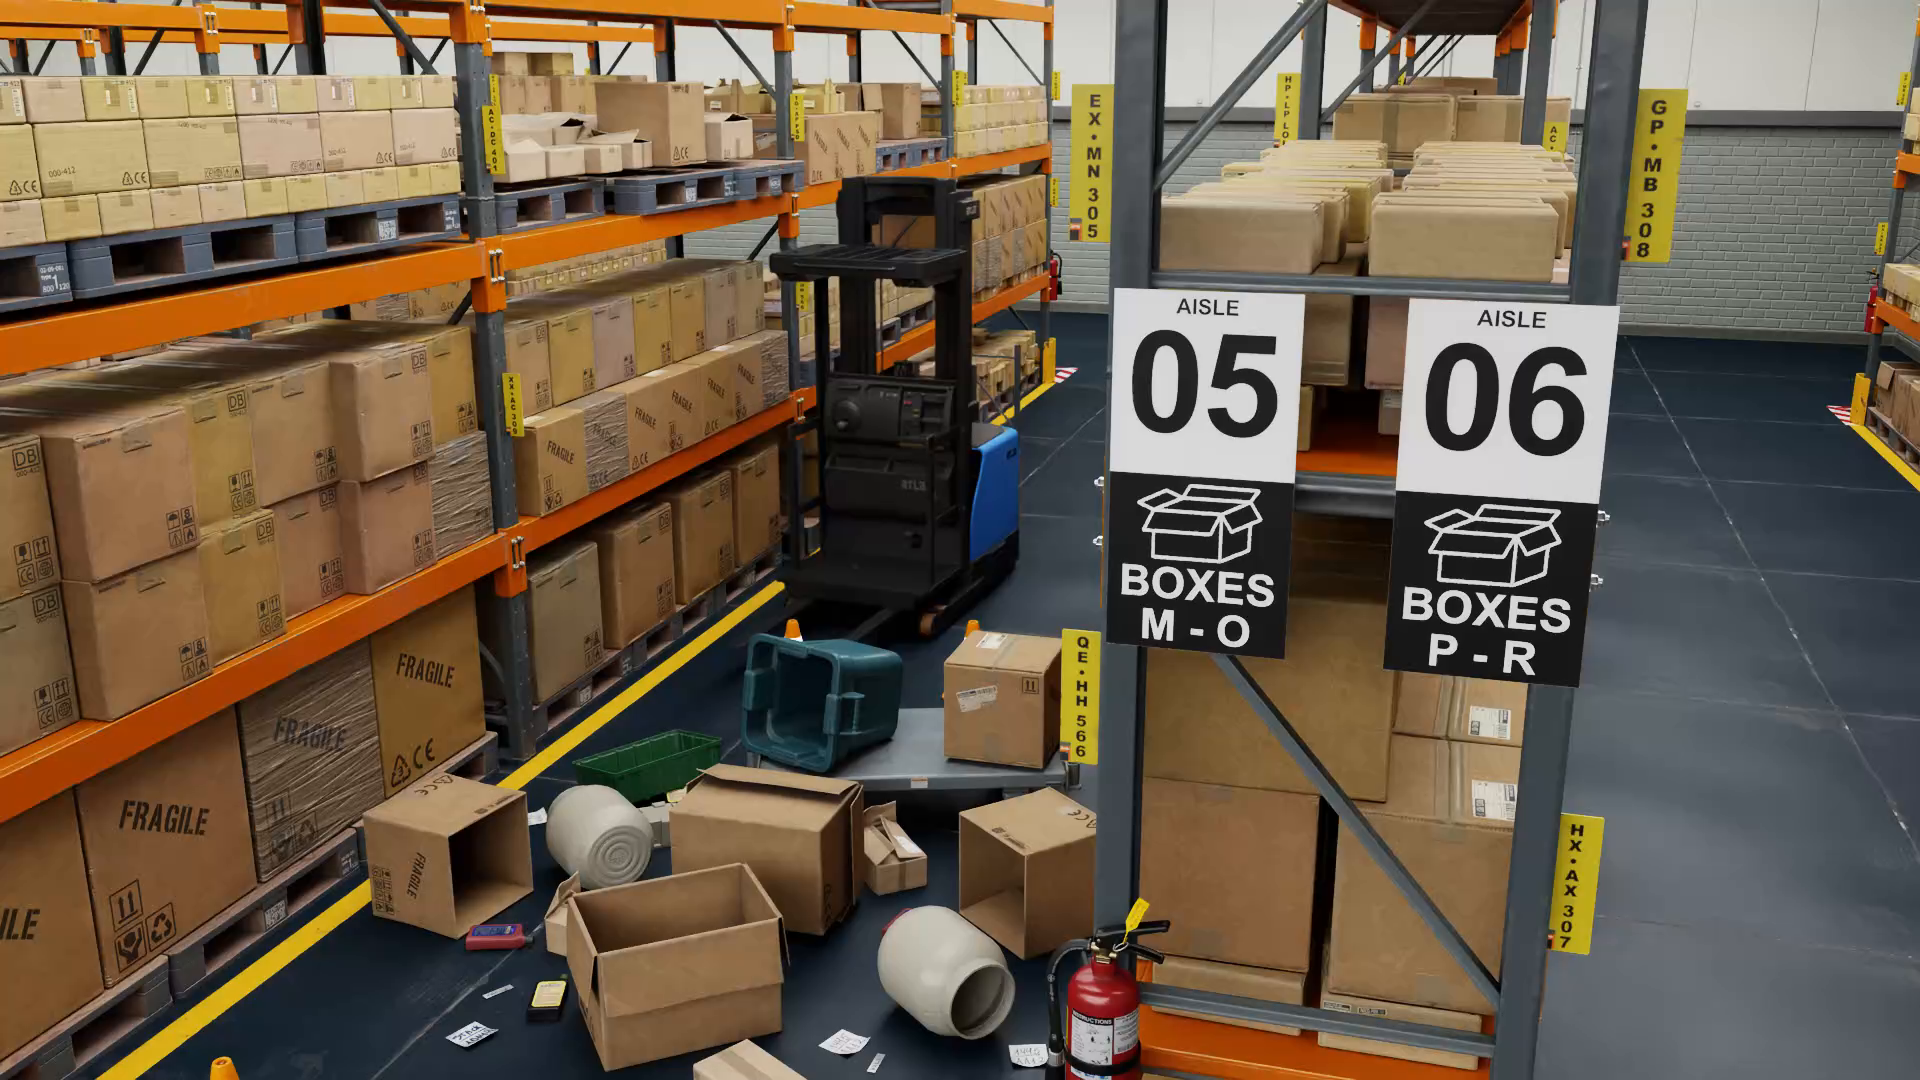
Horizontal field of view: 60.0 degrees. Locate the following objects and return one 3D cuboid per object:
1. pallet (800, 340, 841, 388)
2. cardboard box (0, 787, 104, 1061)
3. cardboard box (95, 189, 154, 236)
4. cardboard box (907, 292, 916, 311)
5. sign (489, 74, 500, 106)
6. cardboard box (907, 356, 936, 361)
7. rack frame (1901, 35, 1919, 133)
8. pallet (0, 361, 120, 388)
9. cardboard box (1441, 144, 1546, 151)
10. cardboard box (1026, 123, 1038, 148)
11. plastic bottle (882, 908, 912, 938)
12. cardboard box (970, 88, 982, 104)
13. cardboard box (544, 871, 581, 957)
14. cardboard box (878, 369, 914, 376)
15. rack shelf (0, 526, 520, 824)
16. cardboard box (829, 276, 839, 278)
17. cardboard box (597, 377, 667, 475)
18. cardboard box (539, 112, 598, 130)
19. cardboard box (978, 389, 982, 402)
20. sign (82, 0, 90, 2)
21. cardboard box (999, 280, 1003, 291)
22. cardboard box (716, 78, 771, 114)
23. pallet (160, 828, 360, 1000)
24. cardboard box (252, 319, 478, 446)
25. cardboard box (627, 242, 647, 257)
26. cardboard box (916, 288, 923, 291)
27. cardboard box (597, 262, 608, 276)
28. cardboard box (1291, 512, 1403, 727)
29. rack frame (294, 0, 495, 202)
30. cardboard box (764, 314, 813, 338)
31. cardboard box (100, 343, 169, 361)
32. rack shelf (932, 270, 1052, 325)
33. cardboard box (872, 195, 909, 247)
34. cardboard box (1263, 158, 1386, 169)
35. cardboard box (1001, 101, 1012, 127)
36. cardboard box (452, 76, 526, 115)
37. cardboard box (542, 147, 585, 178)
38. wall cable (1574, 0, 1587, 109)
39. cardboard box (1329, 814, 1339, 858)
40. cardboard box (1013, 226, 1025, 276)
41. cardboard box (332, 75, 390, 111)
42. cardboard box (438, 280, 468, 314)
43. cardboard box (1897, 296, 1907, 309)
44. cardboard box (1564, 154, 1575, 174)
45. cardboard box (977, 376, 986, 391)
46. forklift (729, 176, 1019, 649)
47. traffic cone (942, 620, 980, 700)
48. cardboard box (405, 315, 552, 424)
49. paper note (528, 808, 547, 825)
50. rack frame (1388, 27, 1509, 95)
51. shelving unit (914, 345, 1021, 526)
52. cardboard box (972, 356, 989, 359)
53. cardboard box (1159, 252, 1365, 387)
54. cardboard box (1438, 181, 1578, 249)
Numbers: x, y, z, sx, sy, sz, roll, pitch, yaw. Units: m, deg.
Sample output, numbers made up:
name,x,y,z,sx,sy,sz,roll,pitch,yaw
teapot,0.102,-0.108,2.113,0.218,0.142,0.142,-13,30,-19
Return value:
name,x,y,z,sx,sy,sz,roll,pitch,yaw
pallet,-1.591,-1.431,13.229,1.213,0.211,1.003,5,16,16
cardboard box,-3.836,1.402,6.014,0.875,0.875,0.875,5,17,16
cardboard box,-3.202,-1.203,6.084,0.380,0.149,0.250,5,16,15
cardboard box,-0.624,-2.204,15.293,0.380,0.149,0.250,5,16,16
sign,-4.759,-4.590,16.993,0.100,0.325,0.005,5,16,16
cardboard box,-0.468,-1.881,17.827,0.380,0.149,0.250,4,16,13
rack frame,10.116,-5.566,16.463,1.000,3.000,0.127,5,16,16
pallet,-6.942,-1.126,12.155,1.003,0.211,1.213,5,16,16
cardboard box,2.065,-1.457,6.470,0.380,0.149,0.250,4,16,14
cardboard box,0.568,-4.519,18.542,0.500,0.250,0.500,5,16,16
plastic bottle,-0.219,1.681,7.290,0.133,0.061,0.283,8,18,25
cardboard box,0.004,-4.439,16.613,0.380,0.149,0.250,4,16,14
cardboard box,-1.551,1.626,7.111,0.396,0.266,0.258,8,18,25
cardboard box,-0.683,-1.387,15.161,0.500,0.250,0.500,5,17,19
rack shelf,-3.397,0.587,7.080,1.077,0.370,4.000,5,16,16
cardboard box,-1.003,-2.146,13.998,0.380,0.149,0.250,5,17,18
cardboard box,-2.134,-0.710,10.151,0.500,0.500,0.500,5,16,16
cardboard box,-2.397,-2.541,10.505,0.500,0.311,0.500,4,16,15
cardboard box,0.020,-1.558,17.780,0.380,0.149,0.250,4,16,13
sign,-9.504,-5.913,18.067,0.100,0.325,0.005,5,16,16
cardboard box,0.250,-2.793,18.139,0.380,0.149,0.250,5,17,17
cardboard box,-1.695,-3.449,12.910,0.396,0.266,0.258,5,16,16
pallet,-3.465,1.573,7.399,1.003,0.211,1.213,5,16,16
cardboard box,-2.966,-0.780,8.328,0.875,0.550,0.550,5,16,16
cardboard box,-4.173,-3.624,20.337,0.500,0.250,0.500,4,16,15
cardboard box,-0.553,-2.411,15.478,0.380,0.149,0.250,5,17,16
cardboard box,-4.365,-3.193,19.551,0.380,0.149,0.250,5,17,17
cardboard box,0.896,0.167,4.682,0.700,0.500,0.500,5,17,16
rack frame,-2.829,-3.168,8.008,1.000,3.000,0.127,5,16,16
cardboard box,-1.362,-1.664,12.844,0.380,0.149,0.250,5,17,18
cardboard box,-6.596,-1.692,12.844,0.700,0.500,0.500,7,17,24
rack shelf,0.013,-2.552,18.149,1.077,0.370,4.000,5,16,16
cardboard box,-0.681,-3.191,16.523,0.500,0.500,0.500,4,16,14
cardboard box,1.181,-1.160,5.425,0.380,0.149,0.250,5,17,17
cardboard box,0.248,-4.494,17.538,0.500,0.250,0.500,4,16,13
cardboard box,-5.117,-4.737,17.900,0.700,0.500,0.500,4,16,13
cardboard box,-2.296,-2.107,9.270,0.250,0.149,0.380,5,16,16
wall cable,7.423,-7.401,22.932,2.355,3.000,0.029,5,16,16
cardboard box,1.021,0.862,5.253,0.380,0.149,0.250,5,17,17
cardboard box,0.414,-3.208,18.413,0.500,0.500,0.500,5,16,16
cardboard box,-2.771,-1.986,7.383,0.380,0.149,0.250,5,16,16
cardboard box,-5.300,-2.562,16.681,0.500,0.500,0.500,5,17,18
cardboard box,9.732,-2.425,16.841,0.380,0.149,0.250,5,17,17
cardboard box,2.497,-1.619,7.550,0.500,0.250,0.500,4,16,14
cardboard box,0.055,-1.699,17.732,0.380,0.149,0.250,5,17,18
forklift,-0.560,-0.890,11.096,1.130,2.935,3.031,6,17,20
traffic cone,0.080,0.709,9.980,0.336,0.463,0.334,5,16,16
cardboard box,-2.693,-0.942,9.136,0.700,0.500,0.500,4,16,15
paper note,-2.151,1.392,8.364,0.147,0.020,0.142,-7,17,-23
rack frame,4.220,-4.904,14.127,1.000,3.000,0.127,5,16,16
shelving unit,0.069,-0.736,13.177,0.538,1.500,1.048,6,17,20
cardboard box,0.102,-1.911,17.935,0.380,0.149,0.250,4,16,14
cardboard box,0.696,-0.547,3.994,0.500,0.250,0.500,4,16,15
cardboard box,1.435,-0.849,4.327,0.380,0.149,0.250,5,16,16
